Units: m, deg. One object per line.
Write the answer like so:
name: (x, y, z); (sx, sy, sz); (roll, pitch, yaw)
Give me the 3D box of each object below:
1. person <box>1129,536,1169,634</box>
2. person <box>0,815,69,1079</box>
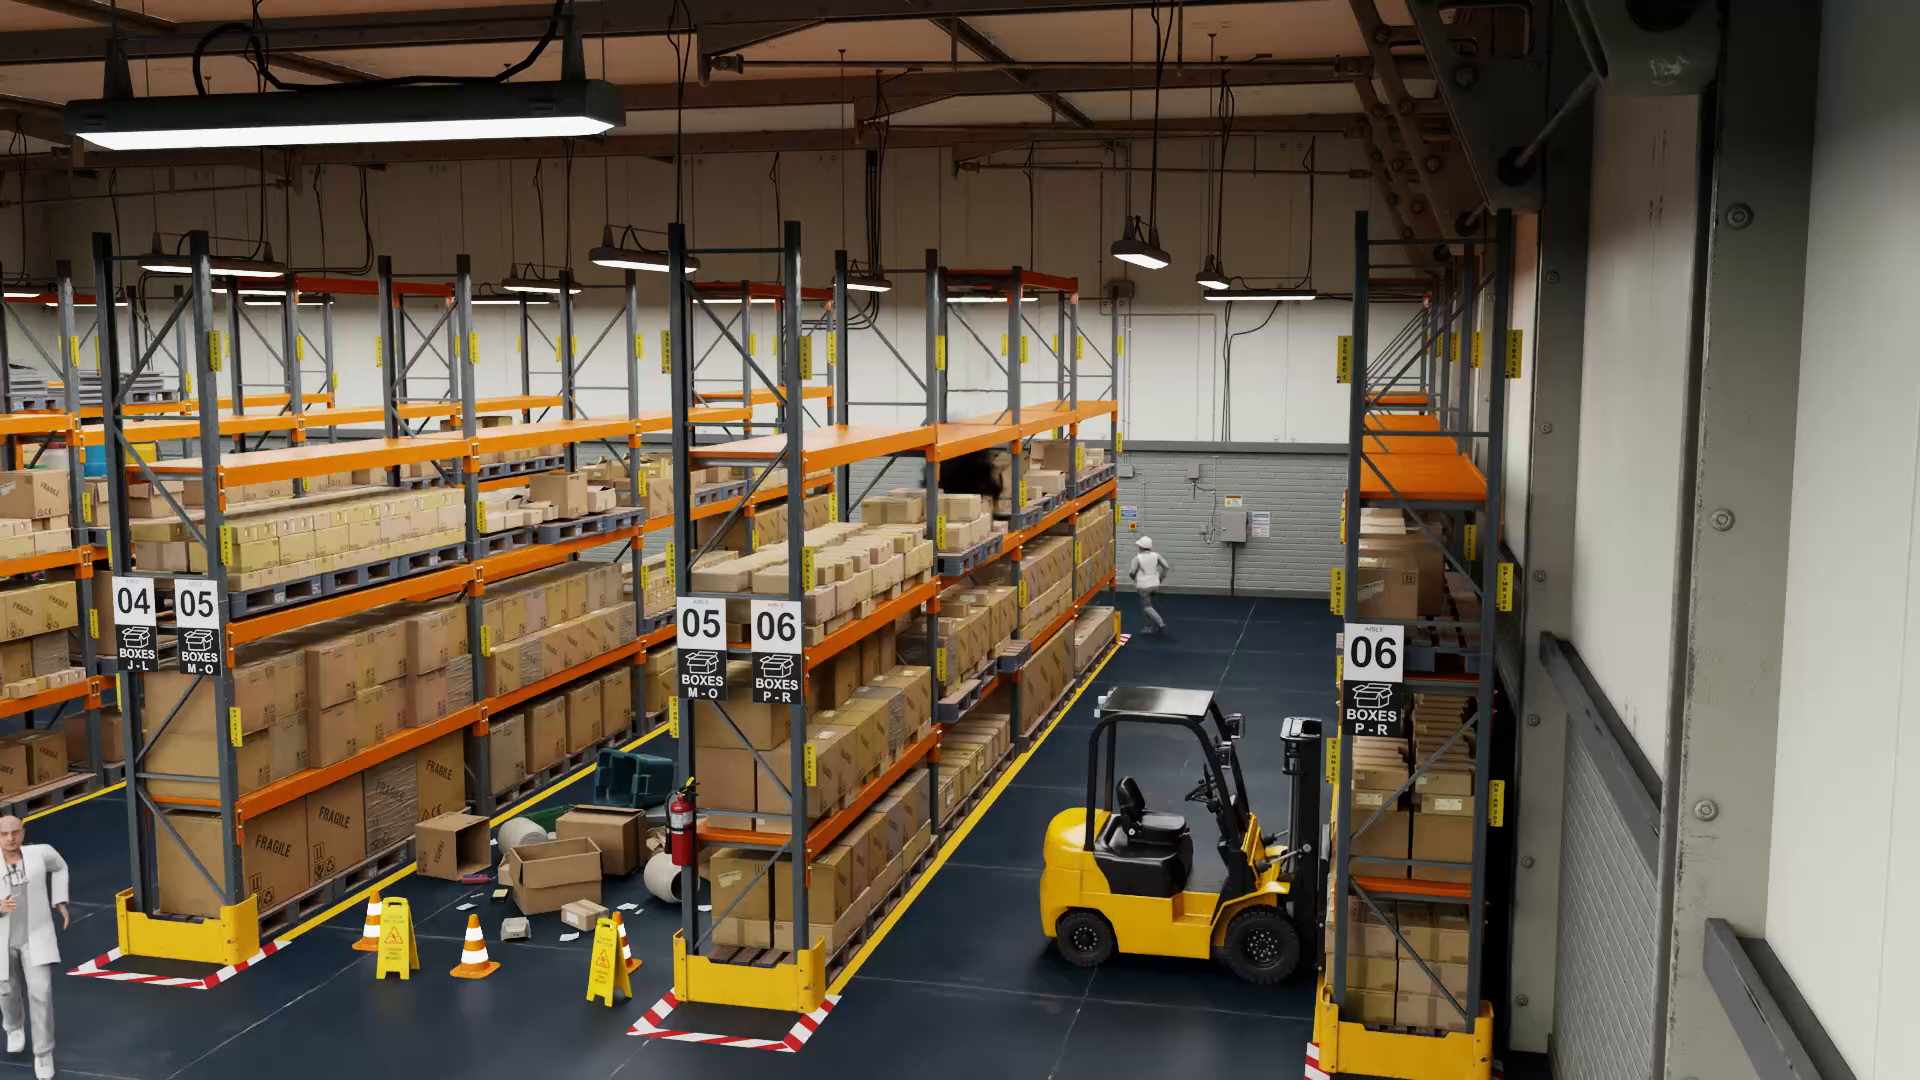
person: (3.236, 0.810, 28.718); (0.684, 1.760, 0.786); (-3, 8, -25)
person: (-6.670, 2.849, 11.786); (0.672, 1.842, 0.863); (-4, 8, -29)
